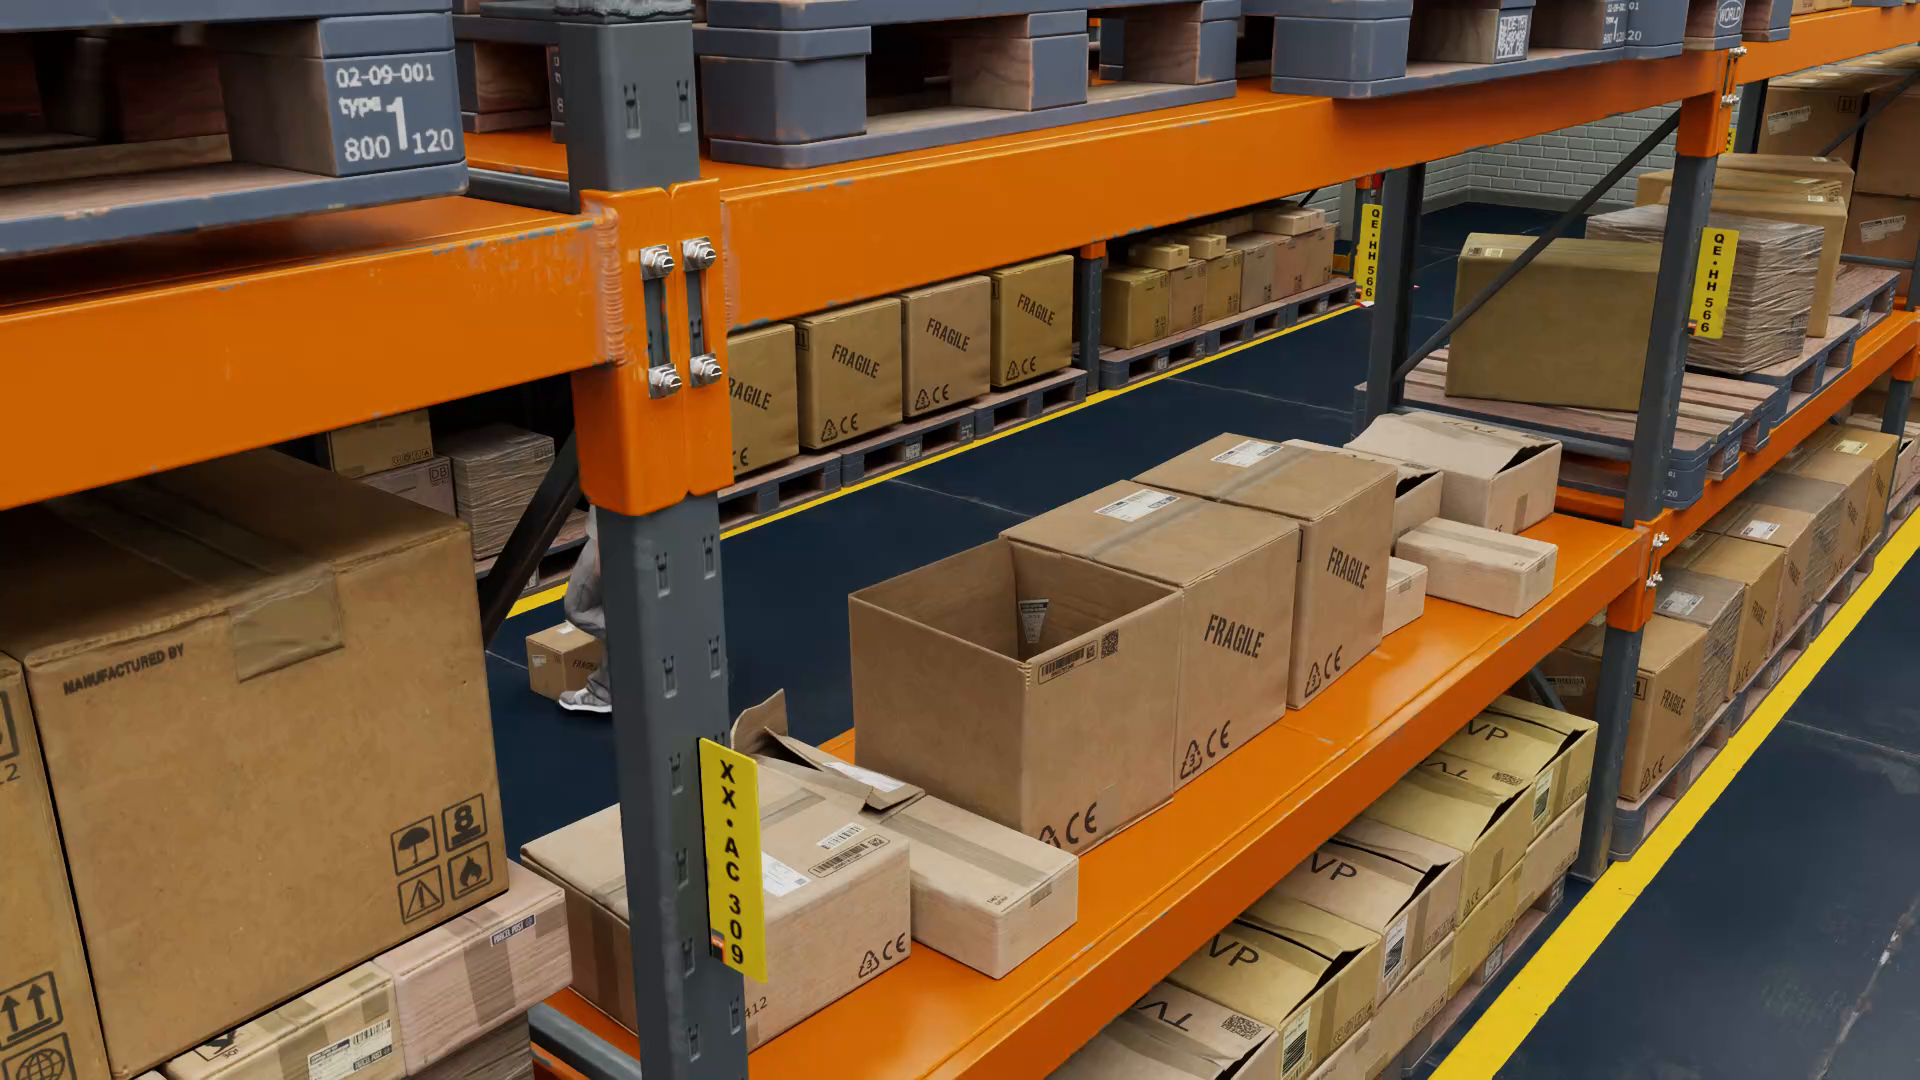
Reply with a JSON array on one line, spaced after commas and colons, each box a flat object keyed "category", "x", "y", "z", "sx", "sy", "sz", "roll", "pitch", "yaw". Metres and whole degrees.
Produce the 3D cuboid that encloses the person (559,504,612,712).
[{"category": "person", "x": -1.381, "y": -0.021, "z": 6.626, "sx": 0.618, "sy": 1.582, "sz": 0.480, "roll": 8, "pitch": 22, "yaw": 20}]
